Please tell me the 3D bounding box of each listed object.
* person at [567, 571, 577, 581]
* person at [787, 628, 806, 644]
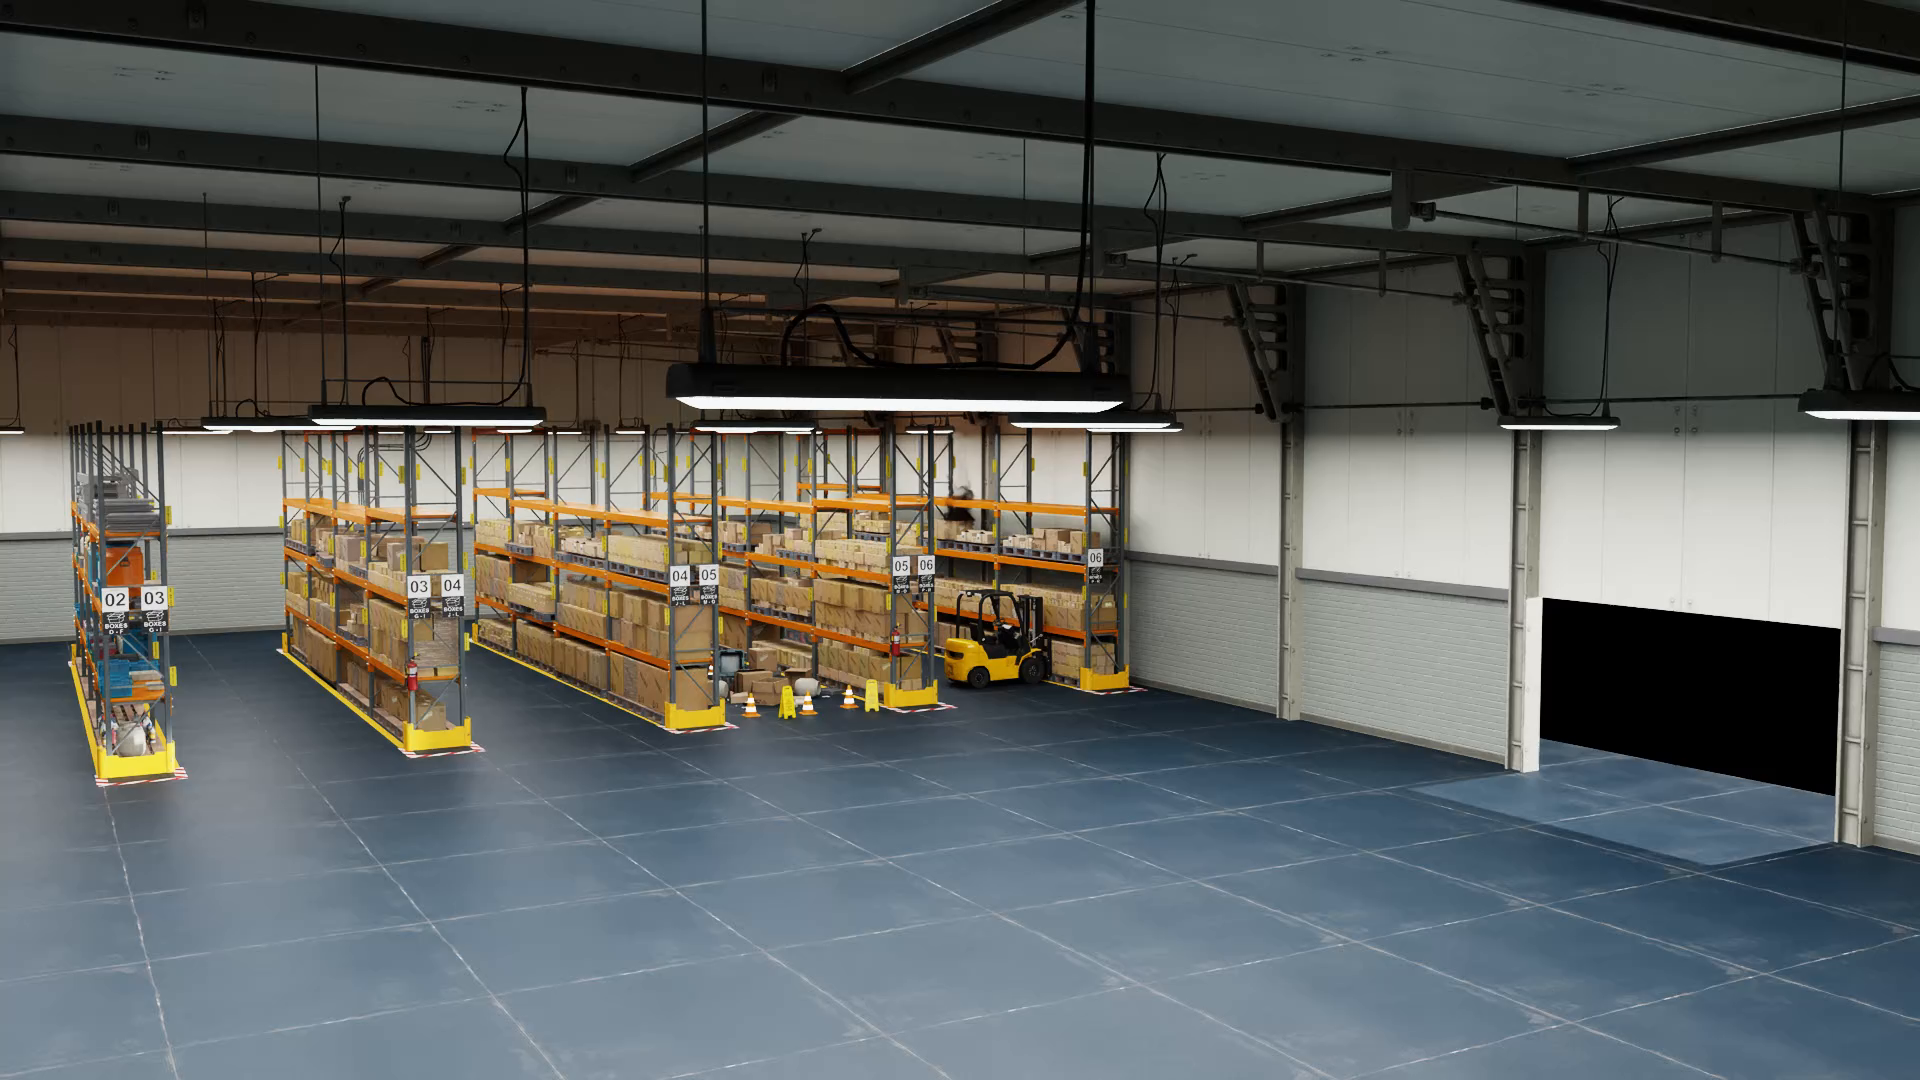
[{"bbox_3d":[-11.695,1.776,50.094,0.636,1.697,0.768,3,5,39],"label":"person"},{"bbox_3d":[-4.400,2.110,44.813,0.562,1.714,0.728,-3,4,-35],"label":"person"}]
